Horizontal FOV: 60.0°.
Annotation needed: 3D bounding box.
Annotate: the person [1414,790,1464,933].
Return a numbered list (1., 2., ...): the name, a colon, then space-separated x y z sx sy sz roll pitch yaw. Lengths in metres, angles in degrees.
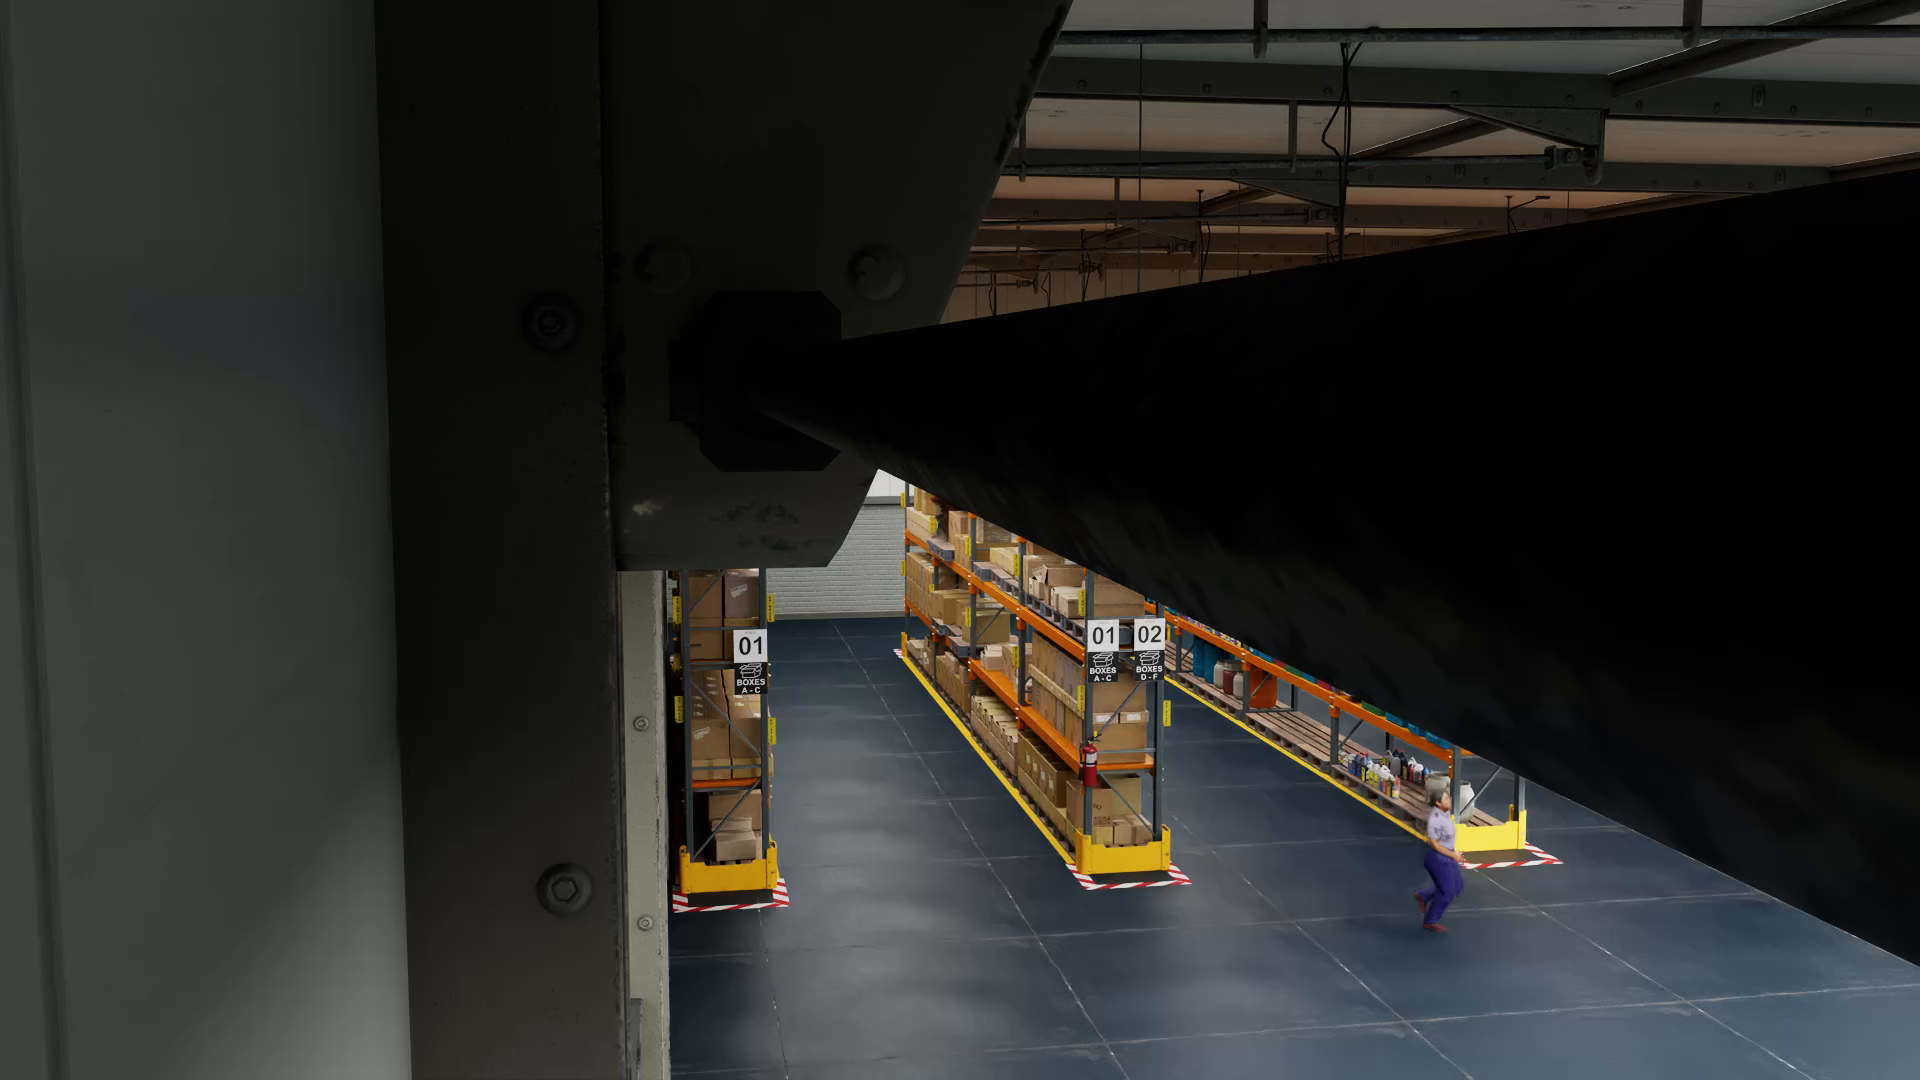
1. person: 5.406 3.602 18.756 0.553 1.610 0.614 2 6 22
